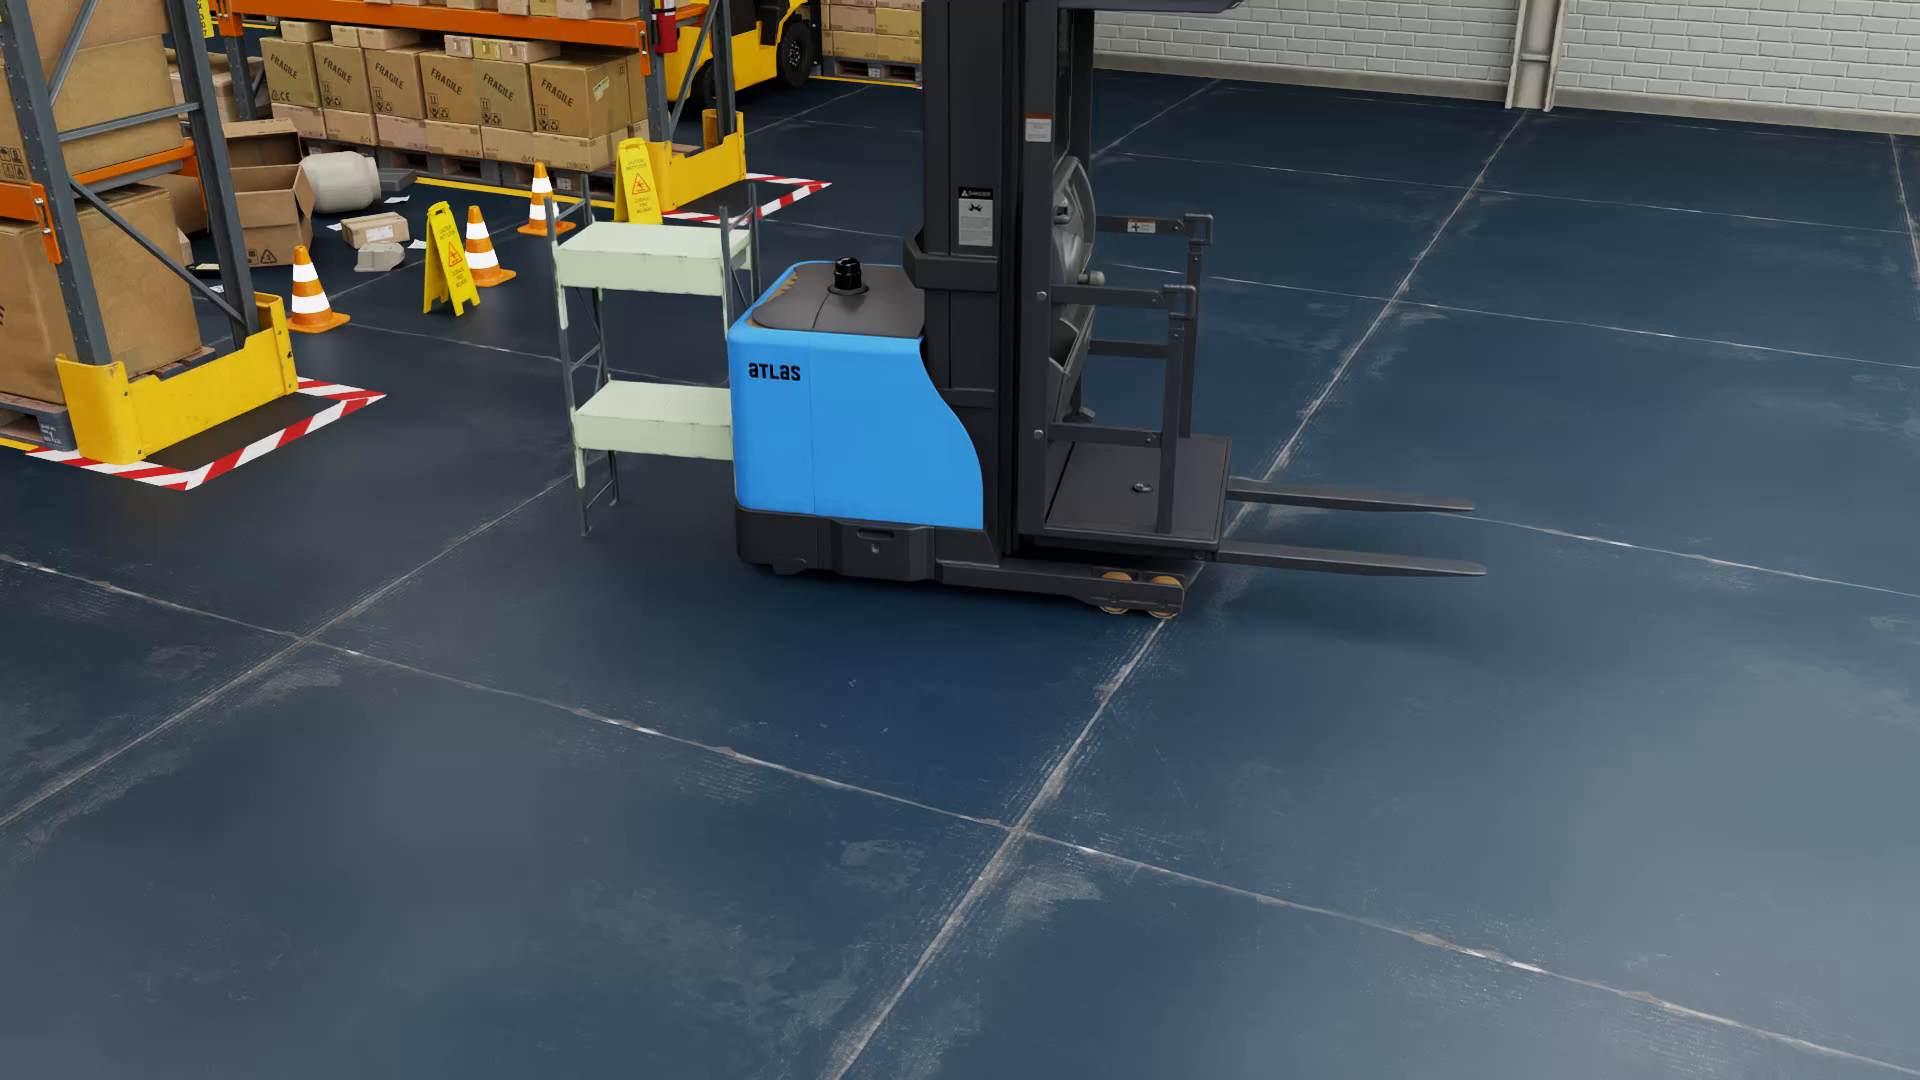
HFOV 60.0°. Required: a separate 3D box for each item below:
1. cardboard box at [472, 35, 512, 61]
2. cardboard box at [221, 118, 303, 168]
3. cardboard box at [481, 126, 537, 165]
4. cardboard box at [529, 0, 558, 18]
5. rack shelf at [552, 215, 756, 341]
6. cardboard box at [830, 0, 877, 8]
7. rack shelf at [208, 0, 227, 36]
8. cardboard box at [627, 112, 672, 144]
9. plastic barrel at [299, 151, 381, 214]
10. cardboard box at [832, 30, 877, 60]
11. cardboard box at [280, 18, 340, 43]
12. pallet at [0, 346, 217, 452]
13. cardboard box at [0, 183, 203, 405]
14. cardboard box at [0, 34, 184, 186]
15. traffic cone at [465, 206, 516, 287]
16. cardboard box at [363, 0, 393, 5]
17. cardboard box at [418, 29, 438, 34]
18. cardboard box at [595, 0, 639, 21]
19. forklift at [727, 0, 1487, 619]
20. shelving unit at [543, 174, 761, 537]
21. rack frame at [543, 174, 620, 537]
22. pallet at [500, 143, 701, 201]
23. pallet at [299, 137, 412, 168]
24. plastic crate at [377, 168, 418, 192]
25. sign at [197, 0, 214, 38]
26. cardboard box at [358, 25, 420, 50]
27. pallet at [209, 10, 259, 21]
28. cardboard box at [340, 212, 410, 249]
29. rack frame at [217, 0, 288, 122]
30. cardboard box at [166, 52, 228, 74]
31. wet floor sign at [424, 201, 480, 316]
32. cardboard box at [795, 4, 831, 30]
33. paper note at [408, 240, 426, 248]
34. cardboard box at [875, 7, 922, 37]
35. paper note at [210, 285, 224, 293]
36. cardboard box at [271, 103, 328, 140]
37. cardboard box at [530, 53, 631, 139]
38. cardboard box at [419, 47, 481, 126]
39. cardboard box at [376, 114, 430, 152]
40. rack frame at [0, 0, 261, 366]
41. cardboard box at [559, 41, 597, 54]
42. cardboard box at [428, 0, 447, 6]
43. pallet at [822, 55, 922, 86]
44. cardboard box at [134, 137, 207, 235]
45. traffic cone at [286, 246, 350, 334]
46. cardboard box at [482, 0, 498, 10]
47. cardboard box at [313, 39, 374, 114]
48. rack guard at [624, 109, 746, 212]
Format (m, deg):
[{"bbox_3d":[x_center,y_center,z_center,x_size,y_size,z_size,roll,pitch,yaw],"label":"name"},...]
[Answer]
[{"bbox_3d":[-3.405,-3.685,12.394,0.250,0.149,0.380,12,29,23],"label":"cardboard box"},{"bbox_3d":[-5.207,-2.842,12.454,0.500,0.500,0.500,-12,29,-23],"label":"cardboard box"},{"bbox_3d":[-3.294,-3.066,12.720,0.500,0.250,0.500,11,28,22],"label":"cardboard box"},{"bbox_3d":[-2.908,-3.901,12.062,0.250,0.149,0.380,11,28,21],"label":"cardboard box"},{"bbox_3d":[-1.250,-1.092,6.886,0.720,0.370,0.431,5,27,10],"label":"rack shelf"},{"bbox_3d":[-0.942,-5.424,16.376,0.500,0.250,0.500,12,29,23],"label":"cardboard box"},{"bbox_3d":[-7.440,-4.748,14.313,4.000,0.370,1.077,11,28,22],"label":"rack shelf"},{"bbox_3d":[-2.598,-3.188,12.966,0.500,0.250,0.500,11,28,21],"label":"cardboard box"},{"bbox_3d":[-4.485,-2.587,12.026,0.512,0.421,0.421,-12,29,-23],"label":"plastic barrel"},{"bbox_3d":[-0.934,-4.979,16.605,0.500,0.250,0.500,11,28,22],"label":"cardboard box"},{"bbox_3d":[-5.105,-4.024,13.082,0.250,0.149,0.380,12,29,23],"label":"cardboard box"},{"bbox_3d":[-4.695,-0.829,8.695,1.213,0.211,1.003,11,28,22],"label":"pallet"},{"bbox_3d":[-4.580,-1.298,8.420,0.875,0.875,0.875,12,28,22],"label":"cardboard box"},{"bbox_3d":[-4.292,-2.082,7.914,0.550,0.550,0.875,11,28,22],"label":"cardboard box"},{"bbox_3d":[-3.054,-1.887,10.560,0.334,0.463,0.336,11,28,22],"label":"traffic cone"},{"bbox_3d":[-4.305,-4.169,12.605,0.250,0.149,0.380,12,28,22],"label":"cardboard box"},{"bbox_3d":[-4.506,-3.904,13.573,0.500,0.500,0.500,12,29,23],"label":"cardboard box"},{"bbox_3d":[-2.407,-3.844,11.946,0.250,0.149,0.380,12,29,24],"label":"cardboard box"},{"bbox_3d":[0.634,-1.259,6.488,3.031,2.935,1.130,5,27,10],"label":"forklift"},{"bbox_3d":[-1.250,-0.742,7.058,0.755,1.500,0.431,5,27,10],"label":"shelving unit"},{"bbox_3d":[-1.608,-0.773,7.123,0.023,1.500,0.400,5,27,10],"label":"rack frame"},{"bbox_3d":[-2.772,-2.900,12.901,1.213,0.211,1.003,11,28,22],"label":"pallet"},{"bbox_3d":[-4.993,-3.346,13.807,1.213,0.211,1.003,11,28,22],"label":"pallet"},{"bbox_3d":[-4.530,-2.779,12.804,0.583,0.080,0.402,2,26,4],"label":"plastic crate"},{"bbox_3d":[-3.700,-2.611,8.088,0.005,0.325,0.100,11,28,22],"label":"sign"},{"bbox_3d":[-4.390,-3.883,12.795,0.250,0.149,0.380,13,29,25],"label":"cardboard box"},{"bbox_3d":[-8.980,-6.558,20.331,1.213,0.211,1.003,11,28,22],"label":"pallet"},{"bbox_3d":[-4.007,-2.122,11.393,0.380,0.149,0.250,-18,31,-31],"label":"cardboard box"},{"bbox_3d":[-5.619,-4.706,13.412,0.127,3.000,1.000,11,28,22],"label":"rack frame"},{"bbox_3d":[-6.754,-3.940,14.356,0.625,0.372,0.950,13,29,25],"label":"cardboard box"},{"bbox_3d":[-3.089,-1.700,9.972,0.232,0.644,0.267,6,27,13],"label":"wet floor sign"},{"bbox_3d":[-1.430,-5.295,16.680,0.500,0.250,0.500,11,28,21],"label":"cardboard box"},{"bbox_3d":[-3.663,-2.015,11.307,0.142,0.019,0.148,2,26,4],"label":"paper note"},{"bbox_3d":[-0.499,-5.113,16.311,0.500,0.250,0.500,11,28,21],"label":"cardboard box"},{"bbox_3d":[-4.622,-1.594,10.456,0.142,0.017,0.144,23,35,39],"label":"paper note"},{"bbox_3d":[-5.194,-3.444,13.487,0.500,0.250,0.500,10,28,19],"label":"cardboard box"},{"bbox_3d":[-2.815,-3.307,12.360,0.500,0.500,0.500,12,28,22],"label":"cardboard box"},{"bbox_3d":[-3.748,-3.496,12.744,0.500,0.500,0.500,11,28,21],"label":"cardboard box"},{"bbox_3d":[-4.219,-3.255,13.103,0.500,0.250,0.500,11,28,21],"label":"cardboard box"},{"bbox_3d":[-3.935,-1.965,7.846,0.127,3.000,1.000,11,28,22],"label":"rack frame"},{"bbox_3d":[-3.098,-3.622,12.999,0.500,0.500,0.500,10,28,20],"label":"cardboard box"},{"bbox_3d":[-3.791,-4.131,12.529,0.250,0.149,0.380,11,28,22],"label":"cardboard box"},{"bbox_3d":[-0.640,-4.843,16.847,1.213,0.211,1.003,11,28,22],"label":"pallet"},{"bbox_3d":[-5.480,-2.386,11.373,0.503,0.637,0.797,11,28,22],"label":"cardboard box"},{"bbox_3d":[-3.831,-1.495,9.763,0.334,0.463,0.336,11,28,22],"label":"traffic cone"},{"bbox_3d":[-3.330,-4.039,12.343,0.250,0.149,0.380,12,29,23],"label":"cardboard box"},{"bbox_3d":[-4.702,-3.687,13.132,0.500,0.500,0.500,13,29,24],"label":"cardboard box"},{"bbox_3d":[-2.047,-2.867,12.506,0.348,0.500,1.175,11,28,22],"label":"rack guard"}]
